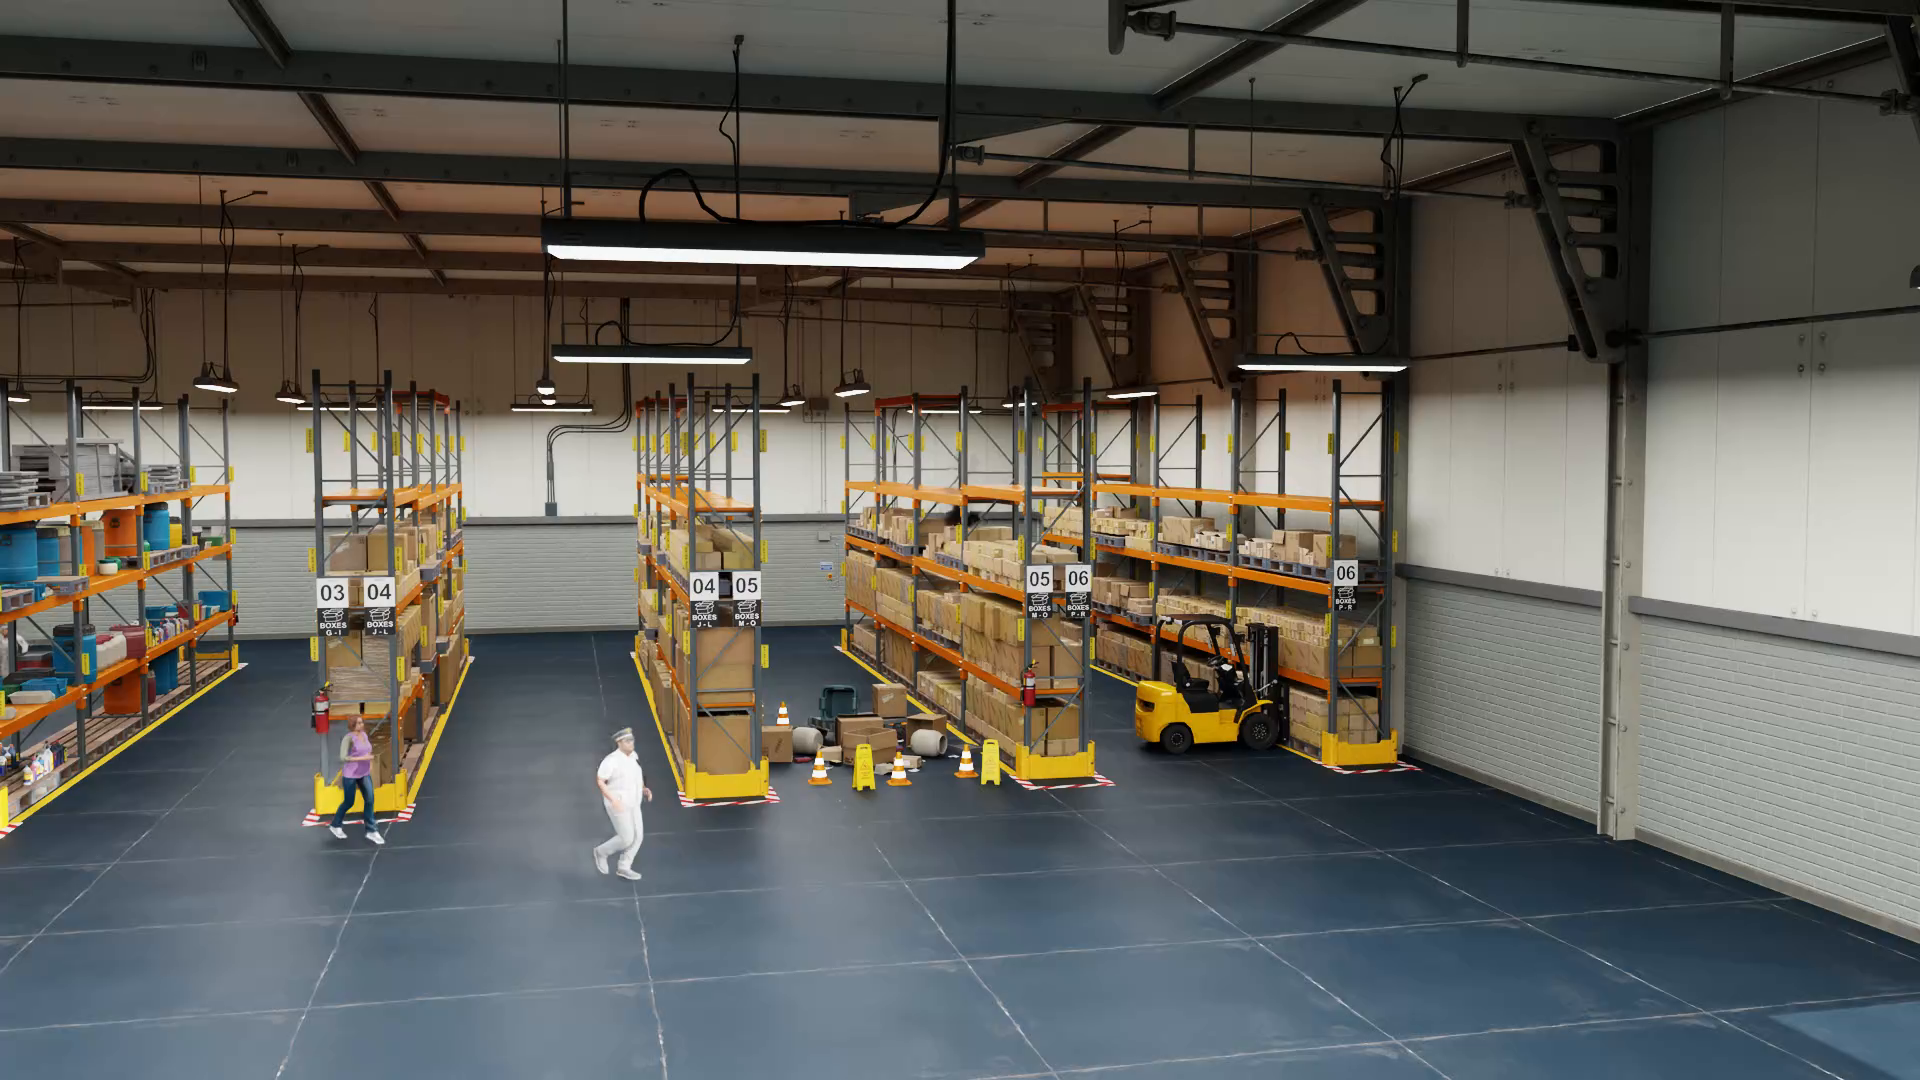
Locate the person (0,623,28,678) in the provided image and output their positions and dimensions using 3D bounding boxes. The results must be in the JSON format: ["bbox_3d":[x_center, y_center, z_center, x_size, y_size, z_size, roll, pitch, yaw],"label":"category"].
[{"bbox_3d":[-18.225,2.361,31.888,0.599,1.634,0.682,-1,3,-14],"label":"person"}]

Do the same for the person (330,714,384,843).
[{"bbox_3d":[-7.566,2.976,20.833,0.780,1.613,0.545,2,4,26],"label":"person"}]

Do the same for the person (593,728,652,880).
[{"bbox_3d":[-3.902,3.027,19.201,0.598,1.757,0.681,2,4,25],"label":"person"}]
